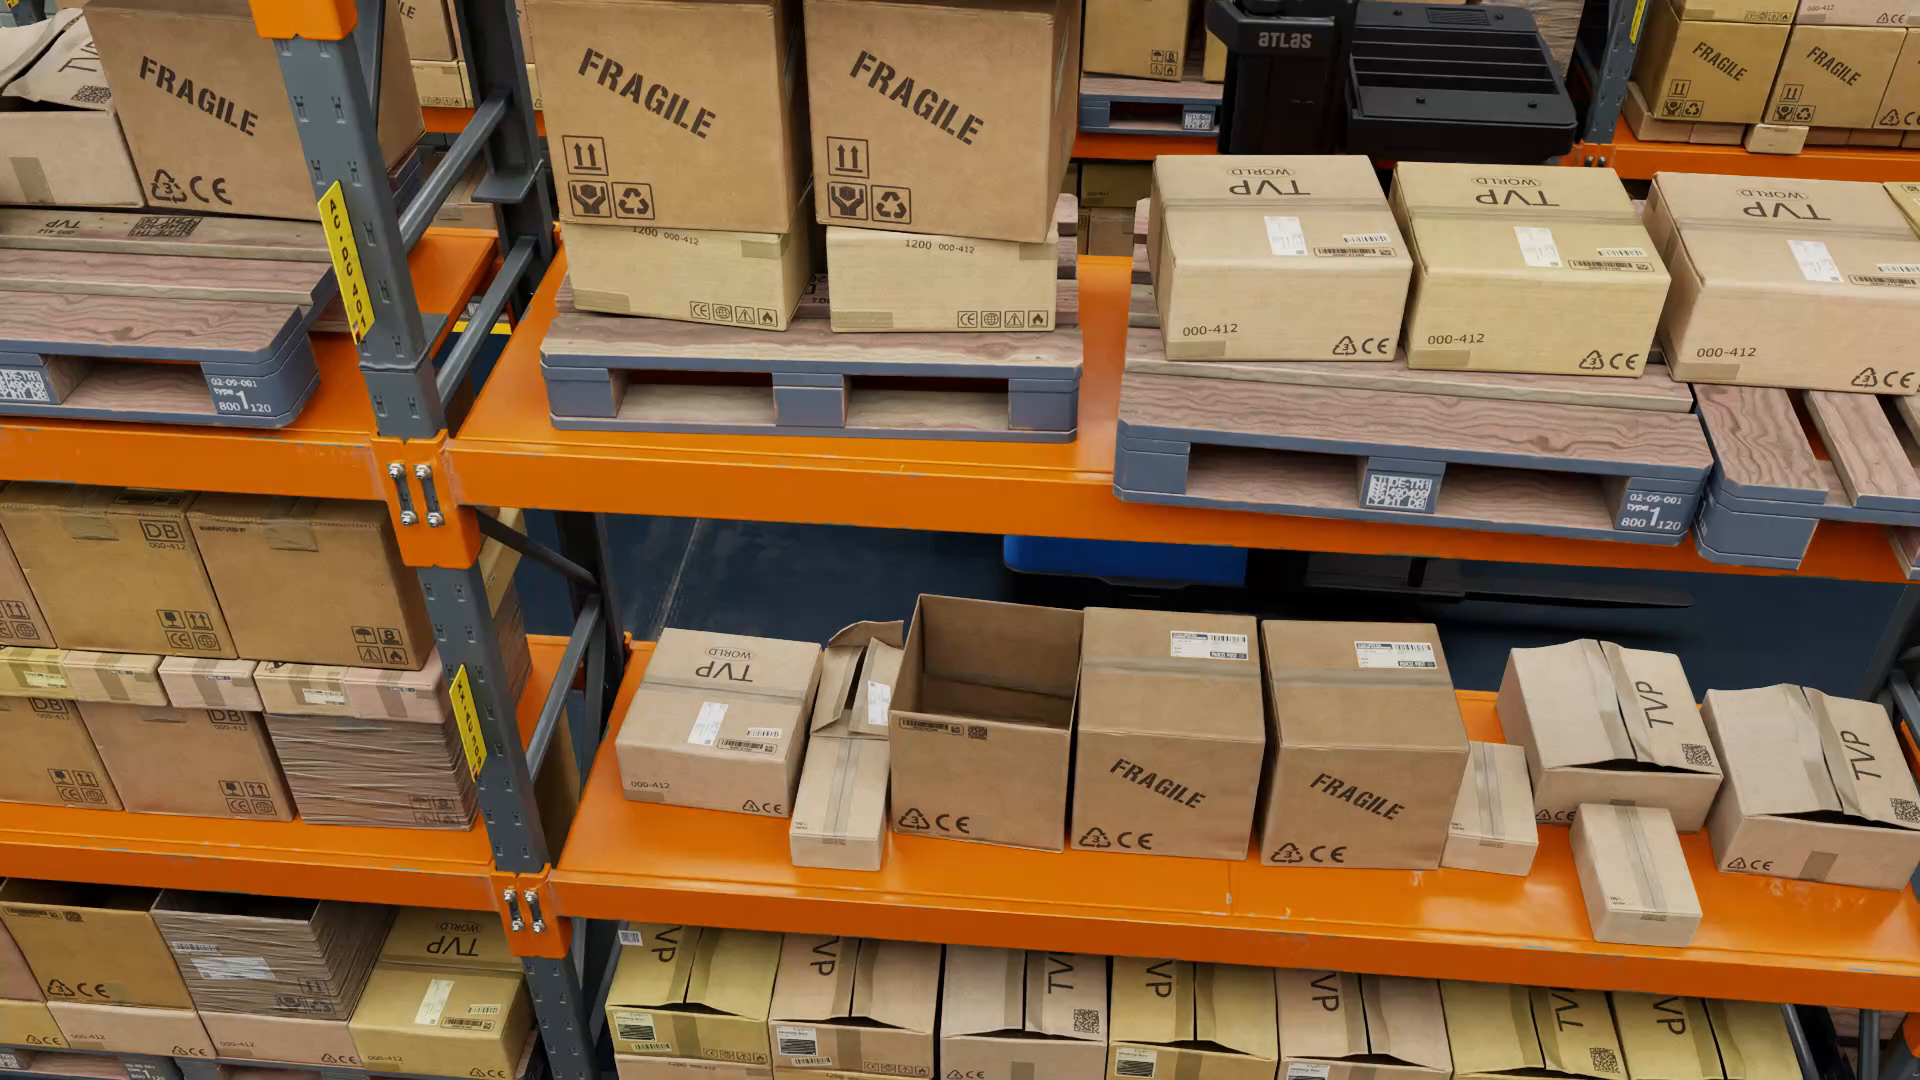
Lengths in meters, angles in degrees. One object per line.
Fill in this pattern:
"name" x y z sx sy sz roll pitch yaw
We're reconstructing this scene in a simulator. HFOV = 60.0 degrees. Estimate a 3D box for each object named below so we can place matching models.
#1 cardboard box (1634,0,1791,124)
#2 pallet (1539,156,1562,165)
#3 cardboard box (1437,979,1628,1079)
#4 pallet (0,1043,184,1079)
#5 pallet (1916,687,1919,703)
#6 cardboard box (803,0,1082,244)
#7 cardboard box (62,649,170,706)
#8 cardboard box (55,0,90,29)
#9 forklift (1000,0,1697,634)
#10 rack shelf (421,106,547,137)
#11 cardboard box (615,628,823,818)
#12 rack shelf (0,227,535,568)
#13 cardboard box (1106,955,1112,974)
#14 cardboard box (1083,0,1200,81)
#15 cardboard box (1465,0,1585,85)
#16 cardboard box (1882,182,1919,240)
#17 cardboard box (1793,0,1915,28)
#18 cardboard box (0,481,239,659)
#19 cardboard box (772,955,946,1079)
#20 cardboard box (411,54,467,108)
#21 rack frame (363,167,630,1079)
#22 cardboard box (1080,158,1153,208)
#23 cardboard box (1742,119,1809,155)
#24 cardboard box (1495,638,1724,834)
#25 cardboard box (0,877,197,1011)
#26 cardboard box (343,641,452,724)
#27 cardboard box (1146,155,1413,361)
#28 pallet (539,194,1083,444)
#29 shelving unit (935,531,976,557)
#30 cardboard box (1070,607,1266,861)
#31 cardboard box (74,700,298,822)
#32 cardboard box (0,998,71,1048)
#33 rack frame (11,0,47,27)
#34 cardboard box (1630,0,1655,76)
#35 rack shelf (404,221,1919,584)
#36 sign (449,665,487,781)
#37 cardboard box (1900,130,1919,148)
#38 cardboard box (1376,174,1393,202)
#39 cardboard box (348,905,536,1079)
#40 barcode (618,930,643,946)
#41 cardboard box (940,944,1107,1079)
"cardboard box" 3.670 -2.388 8.147 0.500 0.500 0.500 4 39 5
"pallet" 2.489 -2.311 8.535 1.003 0.211 1.213 3 39 4
"cardboard box" 1.723 1.490 5.114 0.500 0.311 0.500 3 39 3
"pallet" -3.208 1.431 5.995 1.213 0.211 1.003 3 39 4
"pallet" 3.465 0.769 4.751 1.003 0.211 1.213 3 39 4
"cardboard box" -0.021 -1.000 3.588 0.500 0.500 0.500 7 40 8
"cardboard box" -2.259 0.273 4.616 0.250 0.149 0.380 3 39 4
"cardboard box" -4.313 -2.875 8.585 0.500 0.500 0.500 3 39 4
"forklift" 1.730 -0.992 6.817 3.031 2.935 1.130 4 39 5
"rack shelf" -2.770 -2.461 9.138 4.000 0.370 1.077 3 39 4
"cardboard box" -0.707 0.542 4.997 0.500 0.250 0.500 5 39 7
"rack shelf" -3.194 -0.509 4.363 4.000 0.370 1.077 3 39 4
"cardboard box" 0.757 1.313 5.777 0.500 0.250 0.500 4 39 5
"cardboard box" 0.942 -2.740 8.483 0.500 0.500 0.700 8 40 10
"cardboard box" 2.739 -2.642 8.363 0.500 0.500 0.700 -1 39 -1
"cardboard box" 2.327 -0.555 3.636 0.500 0.250 0.500 0 39 1
"cardboard box" 4.173 -2.650 7.876 0.500 0.250 0.500 3 39 3
"cardboard box" -2.147 -0.104 4.566 0.500 0.500 0.700 3 39 4
"cardboard box" -0.311 1.594 5.431 0.500 0.250 0.500 4 39 5
"cardboard box" -2.775 -2.493 8.710 0.500 0.250 0.500 3 39 4
"rack frame" -1.201 0.484 4.949 0.127 3.000 1.000 3 39 4
"cardboard box" 0.915 -2.046 9.095 0.500 0.250 0.500 2 39 3
"cardboard box" 4.024 -2.073 8.275 0.250 0.149 0.380 4 39 5
"cardboard box" 1.910 0.566 4.919 0.500 0.311 0.500 3 39 3
"cardboard box" -2.677 1.150 5.383 0.500 0.500 0.500 3 39 4
"cardboard box" -1.490 0.314 4.566 0.250 0.149 0.380 3 39 4
"cardboard box" 0.699 -0.641 3.742 0.500 0.250 0.500 0 39 0
"pallet" -0.321 -0.565 4.014 1.217 0.209 0.805 2 39 2
"shelving unit" -0.014 -0.466 7.543 0.189 1.200 0.258 3 39 4
"cardboard box" 0.587 0.554 4.785 0.500 0.500 0.500 3 39 4
"cardboard box" -2.170 0.401 4.973 0.500 0.500 0.700 3 39 3
"cardboard box" -3.177 1.422 5.643 0.500 0.250 0.500 3 39 4
"rack frame" -4.762 -2.849 9.045 0.127 3.000 1.000 3 39 4
"cardboard box" 3.701 -2.715 8.550 0.500 0.500 0.500 3 39 4
"rack shelf" 0.792 -0.291 4.096 4.000 0.370 1.077 3 39 4
"sign" -1.247 0.467 4.222 0.005 0.325 0.100 3 39 4
"cardboard box" 4.800 -2.108 8.317 0.250 0.149 0.380 4 39 5
"cardboard box" 2.486 -1.621 9.167 0.500 0.500 0.700 4 39 4
"cardboard box" -1.682 1.500 5.547 0.500 0.250 0.500 3 39 4
"barcode" -0.983 1.187 4.958 0.075 0.075 0.001 3 39 4
"cardboard box" 0.203 1.408 5.216 0.500 0.311 0.500 2 39 2
